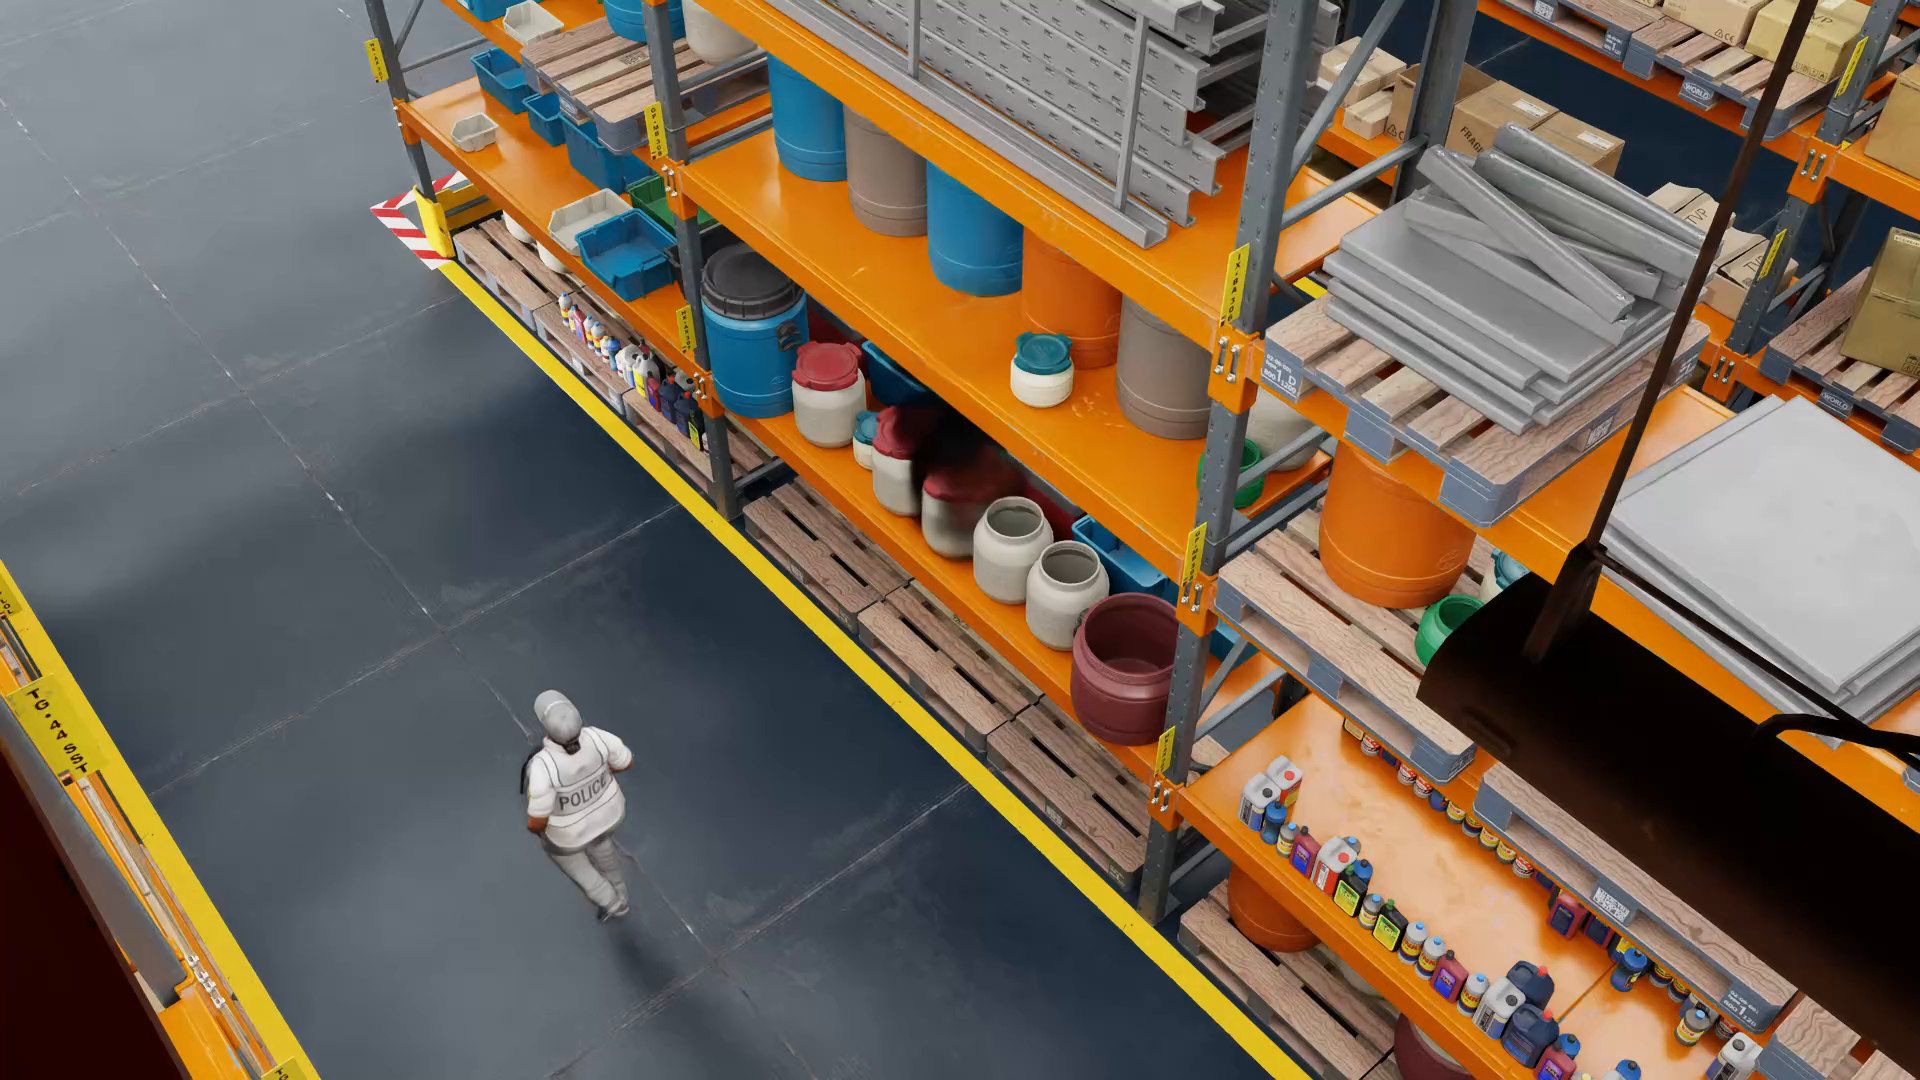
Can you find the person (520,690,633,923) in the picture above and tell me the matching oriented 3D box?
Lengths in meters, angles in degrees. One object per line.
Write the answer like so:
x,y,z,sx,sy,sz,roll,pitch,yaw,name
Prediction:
-1.878,1.339,8.200,0.609,1.648,0.475,-33,55,-28,person
